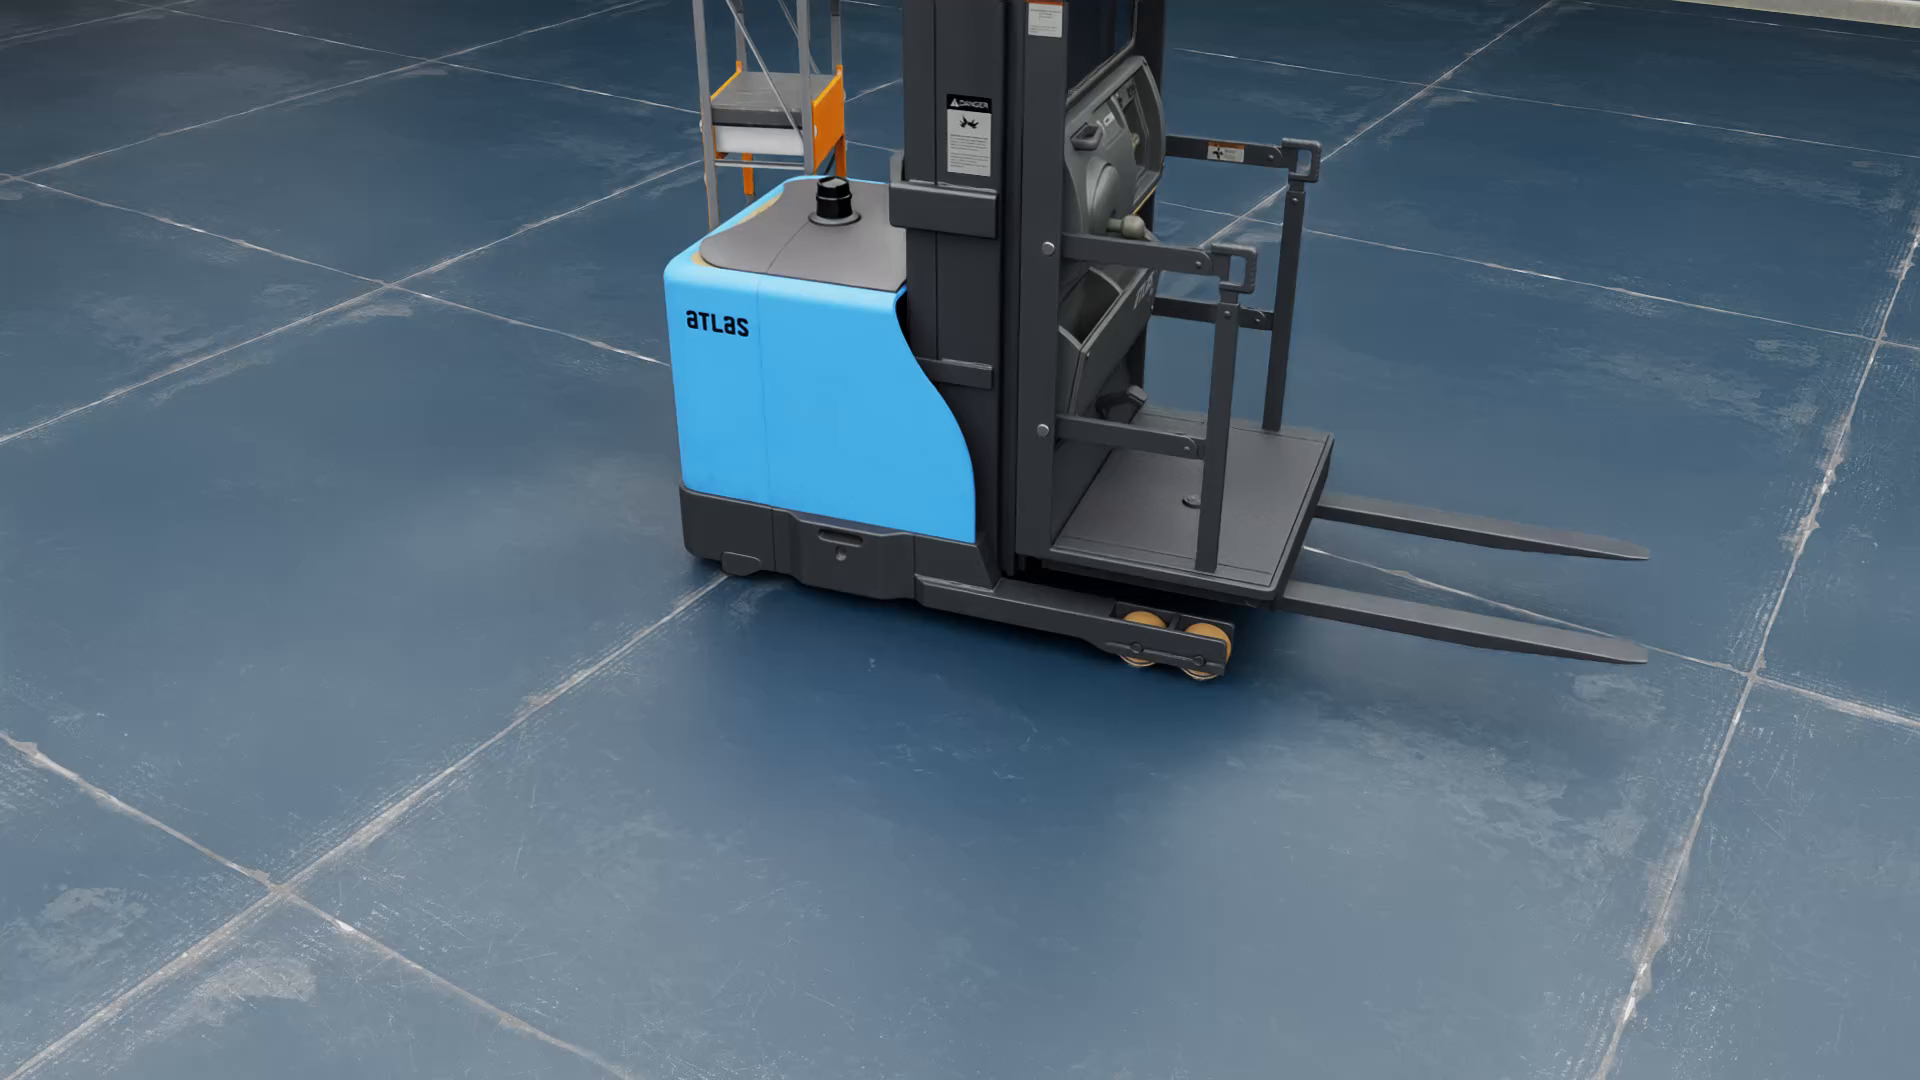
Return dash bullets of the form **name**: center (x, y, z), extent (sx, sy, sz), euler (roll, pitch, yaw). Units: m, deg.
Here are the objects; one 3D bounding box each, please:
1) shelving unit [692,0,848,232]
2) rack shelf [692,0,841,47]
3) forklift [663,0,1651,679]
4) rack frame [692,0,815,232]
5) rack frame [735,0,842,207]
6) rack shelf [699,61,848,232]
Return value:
- **shelving unit**: center (-0.680, -1.463, 6.174), extent (0.431, 2.100, 0.503), euler (5, 31, 8)
- **rack shelf**: center (-0.680, -2.056, 5.828), extent (0.431, 0.518, 0.480), euler (5, 31, 8)
- **forklift**: center (0.645, -1.148, 4.809), extent (3.031, 2.935, 1.130), euler (11, 32, 17)
- **rack frame**: center (-0.718, -1.341, 5.966), extent (0.400, 2.100, 0.015), euler (5, 31, 8)
- **rack frame**: center (-0.642, -1.584, 6.382), extent (0.400, 2.100, 0.015), euler (5, 31, 8)
- **rack shelf**: center (-0.680, -1.451, 6.181), extent (0.431, 0.518, 0.480), euler (5, 31, 8)
